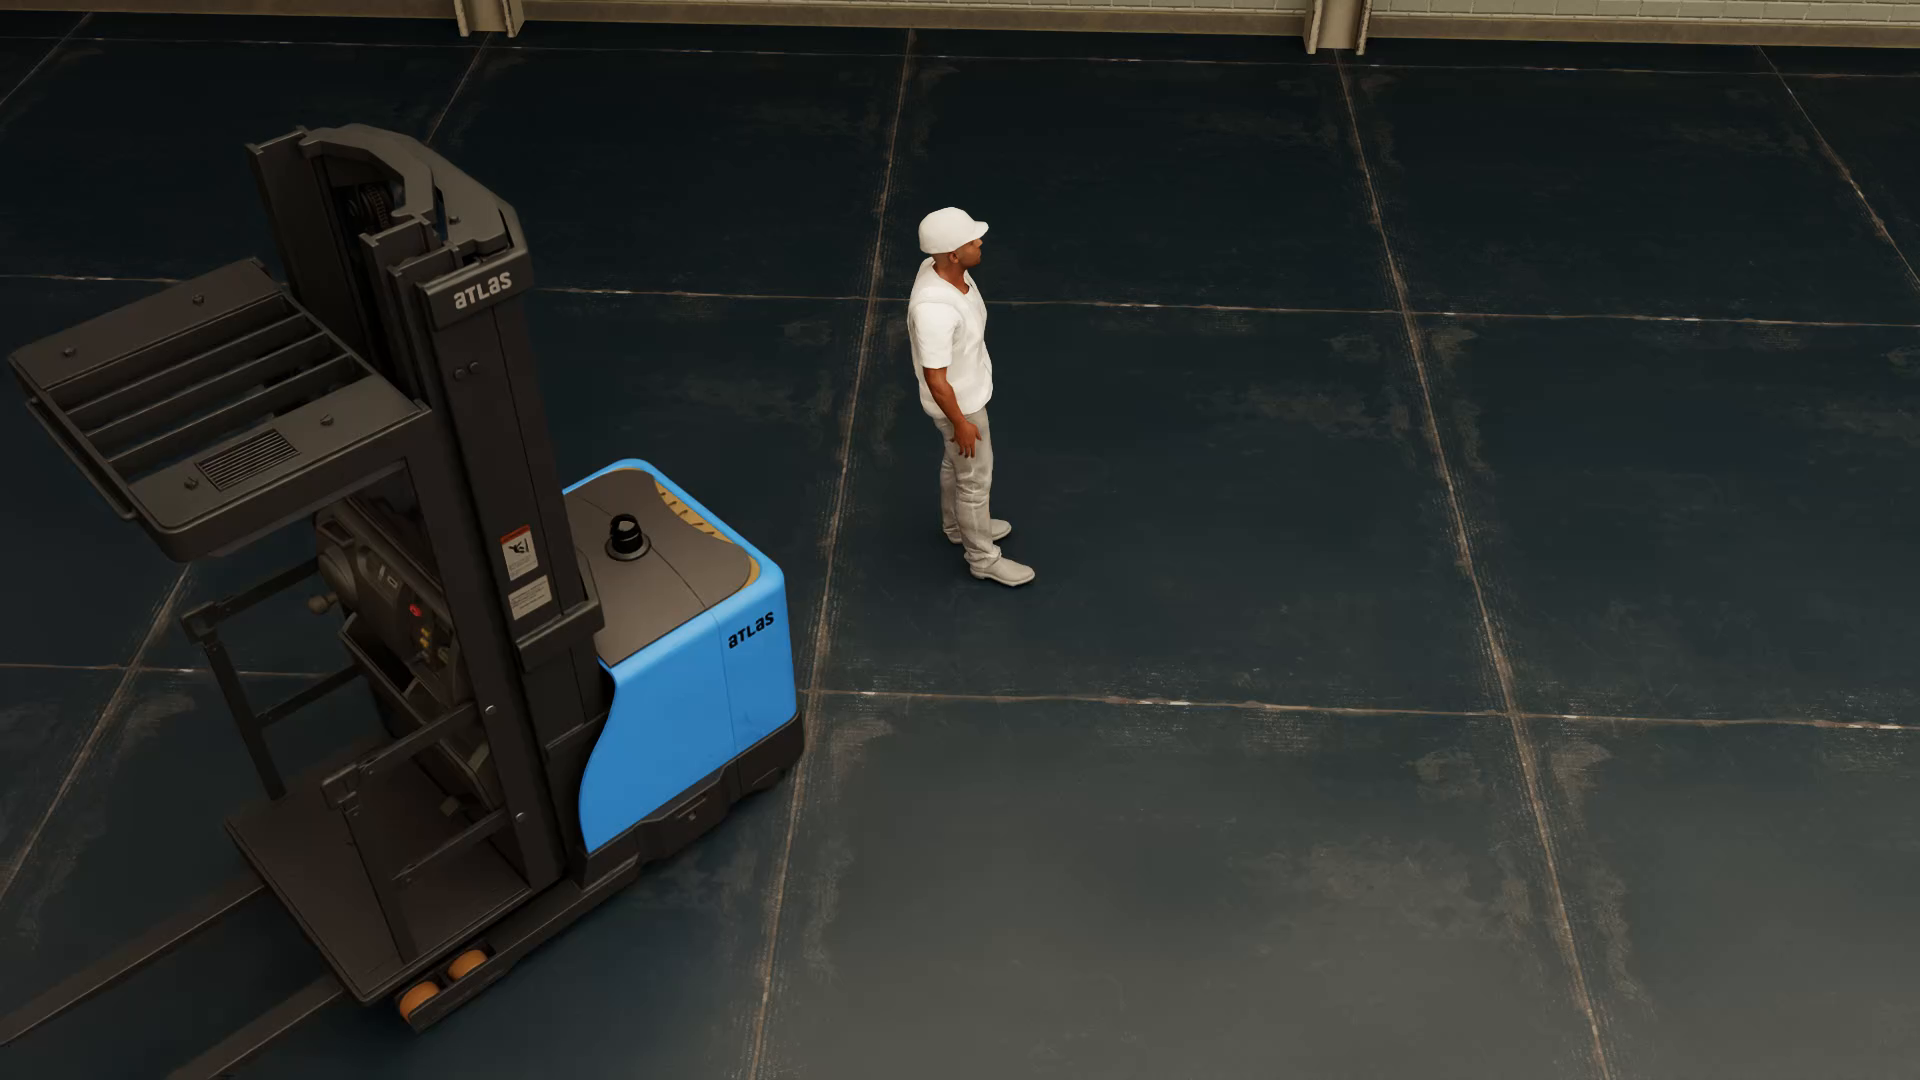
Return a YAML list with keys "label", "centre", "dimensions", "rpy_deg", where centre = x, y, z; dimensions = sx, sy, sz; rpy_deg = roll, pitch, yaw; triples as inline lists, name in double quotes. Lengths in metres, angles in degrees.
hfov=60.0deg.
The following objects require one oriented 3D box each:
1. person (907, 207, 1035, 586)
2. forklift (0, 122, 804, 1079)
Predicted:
- label: "person"
  centre: [0.069, -0.651, 7.309]
  dimensions: [0.576, 1.766, 0.665]
  rpy_deg: [2, 42, 2]
- label: "forklift"
  centre: [-2.061, 0.273, 5.443]
  dimensions: [3.031, 2.935, 1.130]
  rpy_deg: [-32, 51, -30]
